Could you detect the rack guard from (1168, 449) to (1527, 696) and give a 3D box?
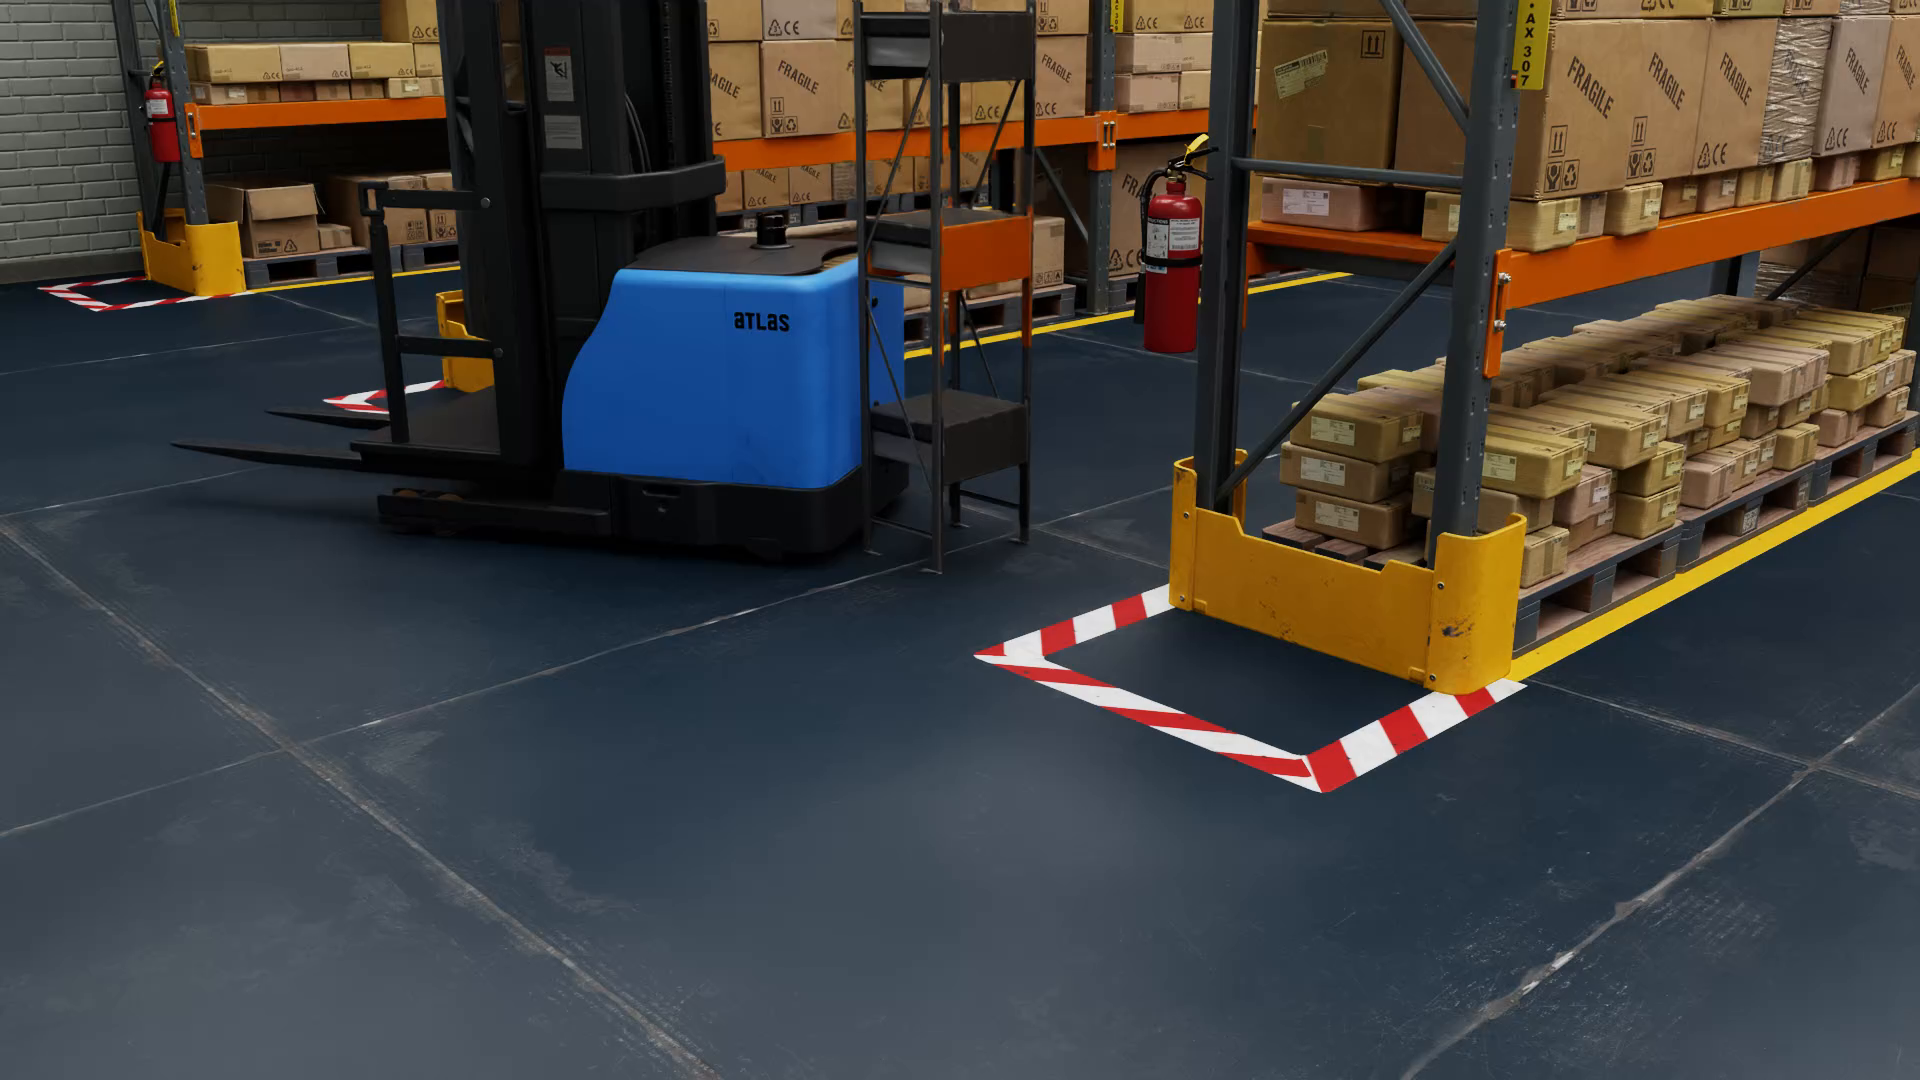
[{"bbox_3d":[1.228,0.075,5.444,0.348,0.500,1.175,-16,24,-41],"label":"rack guard"}]

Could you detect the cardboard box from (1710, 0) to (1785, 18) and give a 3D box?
[{"bbox_3d":[2.437,-2.012,5.562,0.500,0.500,0.500,-17,25,-42],"label":"cardboard box"}]

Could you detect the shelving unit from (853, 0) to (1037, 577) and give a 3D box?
[{"bbox_3d":[-0.050,-0.963,6.052,0.431,2.100,0.503,16,24,40],"label":"shelving unit"}]

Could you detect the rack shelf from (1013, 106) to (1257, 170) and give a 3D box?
[{"bbox_3d":[2.058,-3.116,12.397,4.000,0.370,1.077,-16,24,-41],"label":"rack shelf"}]

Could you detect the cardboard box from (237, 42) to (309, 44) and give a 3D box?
[{"bbox_3d":[-5.187,-3.634,12.590,0.500,0.250,0.500,-16,24,-41],"label":"cardboard box"}]

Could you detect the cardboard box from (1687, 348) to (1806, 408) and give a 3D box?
[{"bbox_3d":[3.103,-0.646,6.591,0.380,0.149,0.250,17,24,42],"label":"cardboard box"}]

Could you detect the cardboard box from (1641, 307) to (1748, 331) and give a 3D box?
[{"bbox_3d":[3.296,-0.936,7.486,0.250,0.149,0.380,-17,24,-42],"label":"cardboard box"}]

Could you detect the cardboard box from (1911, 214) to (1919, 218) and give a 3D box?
[{"bbox_3d":[5.183,-1.524,8.478,0.500,0.250,0.500,-15,23,-39],"label":"cardboard box"}]

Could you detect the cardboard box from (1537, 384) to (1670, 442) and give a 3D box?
[{"bbox_3d":[2.299,-0.441,5.959,0.380,0.149,0.250,16,24,41],"label":"cardboard box"}]

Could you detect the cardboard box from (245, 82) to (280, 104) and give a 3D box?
[{"bbox_3d":[-5.134,-3.251,12.055,0.250,0.149,0.380,-15,24,-39],"label":"cardboard box"}]

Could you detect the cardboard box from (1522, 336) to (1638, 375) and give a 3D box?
[{"bbox_3d":[2.534,-0.721,6.821,0.250,0.149,0.380,-16,24,-41],"label":"cardboard box"}]

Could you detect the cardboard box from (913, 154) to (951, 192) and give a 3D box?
[{"bbox_3d":[-0.432,-3.762,16.597,0.500,0.500,0.500,-17,24,-42],"label":"cardboard box"}]

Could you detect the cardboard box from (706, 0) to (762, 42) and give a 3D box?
[{"bbox_3d":[-1.386,-2.858,8.654,0.500,0.500,0.500,-17,25,-42],"label":"cardboard box"}]

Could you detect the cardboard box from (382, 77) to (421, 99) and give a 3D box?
[{"bbox_3d":[-4.317,-3.448,12.664,0.380,0.149,0.250,17,25,42],"label":"cardboard box"}]

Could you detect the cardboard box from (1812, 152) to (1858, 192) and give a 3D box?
[{"bbox_3d":[3.304,-1.478,6.587,0.380,0.149,0.250,17,24,41],"label":"cardboard box"}]

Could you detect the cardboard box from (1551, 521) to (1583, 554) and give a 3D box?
[{"bbox_3d":[1.908,-0.055,5.733,0.250,0.149,0.380,-16,24,-41],"label":"cardboard box"}]

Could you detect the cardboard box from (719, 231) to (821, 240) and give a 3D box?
[{"bbox_3d":[-1.231,-1.525,9.799,0.875,0.438,0.875,-15,24,-39],"label":"cardboard box"}]

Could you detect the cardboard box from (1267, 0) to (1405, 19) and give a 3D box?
[{"bbox_3d":[1.335,-1.916,5.265,0.500,0.500,0.500,-17,24,-42],"label":"cardboard box"}]

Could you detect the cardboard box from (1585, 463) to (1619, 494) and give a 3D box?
[{"bbox_3d":[2.085,-0.254,5.864,0.250,0.149,0.380,-16,24,-40],"label":"cardboard box"}]

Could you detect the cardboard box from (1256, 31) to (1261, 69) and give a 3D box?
[{"bbox_3d":[1.863,-3.448,11.689,0.500,0.250,0.500,-16,24,-40],"label":"cardboard box"}]

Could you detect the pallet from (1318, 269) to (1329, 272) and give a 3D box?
[{"bbox_3d":[2.887,-2.405,13.560,1.213,0.211,1.003,-16,24,-41],"label":"pallet"}]

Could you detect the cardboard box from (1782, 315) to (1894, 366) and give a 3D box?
[{"bbox_3d":[3.841,-0.876,7.300,0.250,0.149,0.380,-16,24,-40],"label":"cardboard box"}]

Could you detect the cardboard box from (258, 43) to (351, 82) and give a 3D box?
[{"bbox_3d":[-4.833,-3.511,12.210,0.500,0.250,0.500,-16,24,-40],"label":"cardboard box"}]

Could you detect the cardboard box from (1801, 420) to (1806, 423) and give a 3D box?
[{"bbox_3d":[3.360,-0.495,7.089,0.250,0.149,0.380,-17,25,-42],"label":"cardboard box"}]

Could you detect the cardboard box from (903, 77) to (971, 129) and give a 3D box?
[{"bbox_3d":[-0.282,-2.706,9.805,0.500,0.500,0.500,-17,24,-42],"label":"cardboard box"}]

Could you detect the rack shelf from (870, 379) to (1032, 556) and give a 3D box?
[{"bbox_3d":[-0.050,-0.285,6.272,0.431,0.518,0.480,16,24,40],"label":"rack shelf"}]

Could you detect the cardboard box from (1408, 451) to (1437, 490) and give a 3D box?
[{"bbox_3d":[1.587,-0.303,6.014,0.250,0.149,0.380,-17,25,-42],"label":"cardboard box"}]

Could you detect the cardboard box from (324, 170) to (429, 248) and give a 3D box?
[{"bbox_3d":[-4.557,-2.589,12.980,0.500,0.500,0.700,-15,23,-39],"label":"cardboard box"}]

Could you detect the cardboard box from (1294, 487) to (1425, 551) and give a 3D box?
[{"bbox_3d":[1.412,-0.100,5.872,0.250,0.149,0.380,-16,24,-40],"label":"cardboard box"}]

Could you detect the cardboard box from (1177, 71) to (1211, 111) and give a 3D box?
[{"bbox_3d":[1.481,-3.107,11.446,0.500,0.250,0.500,-17,25,-42],"label":"cardboard box"}]

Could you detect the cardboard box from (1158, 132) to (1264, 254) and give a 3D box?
[{"bbox_3d":[1.652,-2.565,12.298,0.875,0.875,0.875,-15,23,-39],"label":"cardboard box"}]

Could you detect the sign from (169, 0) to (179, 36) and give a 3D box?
[{"bbox_3d":[-5.341,-3.588,11.284,0.005,0.325,0.100,-16,24,-41],"label":"sign"}]

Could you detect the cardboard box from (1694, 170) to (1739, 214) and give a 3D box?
[{"bbox_3d":[2.529,-1.266,5.933,0.250,0.149,0.380,-17,24,-42],"label":"cardboard box"}]

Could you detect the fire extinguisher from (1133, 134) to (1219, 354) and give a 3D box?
[{"bbox_3d":[0.673,-0.934,5.233,0.183,0.674,0.296,-16,24,-41],"label":"fire extinguisher"}]

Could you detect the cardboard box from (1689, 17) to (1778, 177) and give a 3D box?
[{"bbox_3d":[2.425,-1.541,5.729,0.500,0.500,0.500,-16,24,-40],"label":"cardboard box"}]

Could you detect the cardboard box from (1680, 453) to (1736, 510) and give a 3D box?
[{"bbox_3d":[2.705,-0.248,6.326,0.380,0.149,0.250,16,24,41],"label":"cardboard box"}]

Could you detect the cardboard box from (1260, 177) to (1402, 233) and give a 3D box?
[{"bbox_3d":[1.216,-1.111,5.456,0.250,0.149,0.380,-16,24,-41],"label":"cardboard box"}]

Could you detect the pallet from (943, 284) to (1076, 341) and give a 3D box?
[{"bbox_3d":[-0.001,-1.564,10.966,1.213,0.211,1.003,-16,24,-41],"label":"pallet"}]

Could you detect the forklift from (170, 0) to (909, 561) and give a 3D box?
[{"bbox_3d":[-1.789,-1.556,6.532,3.031,2.935,1.130,5,19,16],"label":"forklift"}]

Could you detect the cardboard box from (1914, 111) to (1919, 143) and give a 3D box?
[{"bbox_3d":[3.922,-1.969,7.051,0.500,0.500,0.500,-16,24,-41],"label":"cardboard box"}]

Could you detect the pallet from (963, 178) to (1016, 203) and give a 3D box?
[{"bbox_3d":[0.724,-3.832,17.962,1.213,0.211,1.003,-16,24,-41],"label":"pallet"}]

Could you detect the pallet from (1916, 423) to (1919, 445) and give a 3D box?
[{"bbox_3d":[4.644,-0.785,8.563,1.213,0.211,1.003,-16,24,-41],"label":"pallet"}]

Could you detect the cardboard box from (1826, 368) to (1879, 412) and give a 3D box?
[{"bbox_3d":[3.698,-0.672,7.154,0.380,0.149,0.250,17,24,42],"label":"cardboard box"}]

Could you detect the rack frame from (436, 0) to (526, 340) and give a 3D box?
[{"bbox_3d":[-2.301,-2.186,8.364,0.127,3.000,1.000,-16,24,-41],"label":"rack frame"}]

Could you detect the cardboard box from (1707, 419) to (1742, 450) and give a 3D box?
[{"bbox_3d":[2.845,-0.483,6.572,0.250,0.149,0.380,-15,23,-38],"label":"cardboard box"}]

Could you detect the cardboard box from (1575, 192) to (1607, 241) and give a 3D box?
[{"bbox_3d":[1.790,-1.037,5.228,0.250,0.149,0.380,-15,23,-39],"label":"cardboard box"}]

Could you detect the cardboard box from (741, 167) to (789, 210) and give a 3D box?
[{"bbox_3d":[-1.922,-3.323,15.243,0.500,0.500,0.500,-17,24,-42],"label":"cardboard box"}]

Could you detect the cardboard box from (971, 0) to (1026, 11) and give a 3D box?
[{"bbox_3d":[0.078,-3.290,9.984,0.500,0.500,0.500,-17,24,-42],"label":"cardboard box"}]

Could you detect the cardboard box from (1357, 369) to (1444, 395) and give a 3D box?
[{"bbox_3d":[1.707,-0.518,6.195,0.250,0.149,0.380,-17,25,-42],"label":"cardboard box"}]
